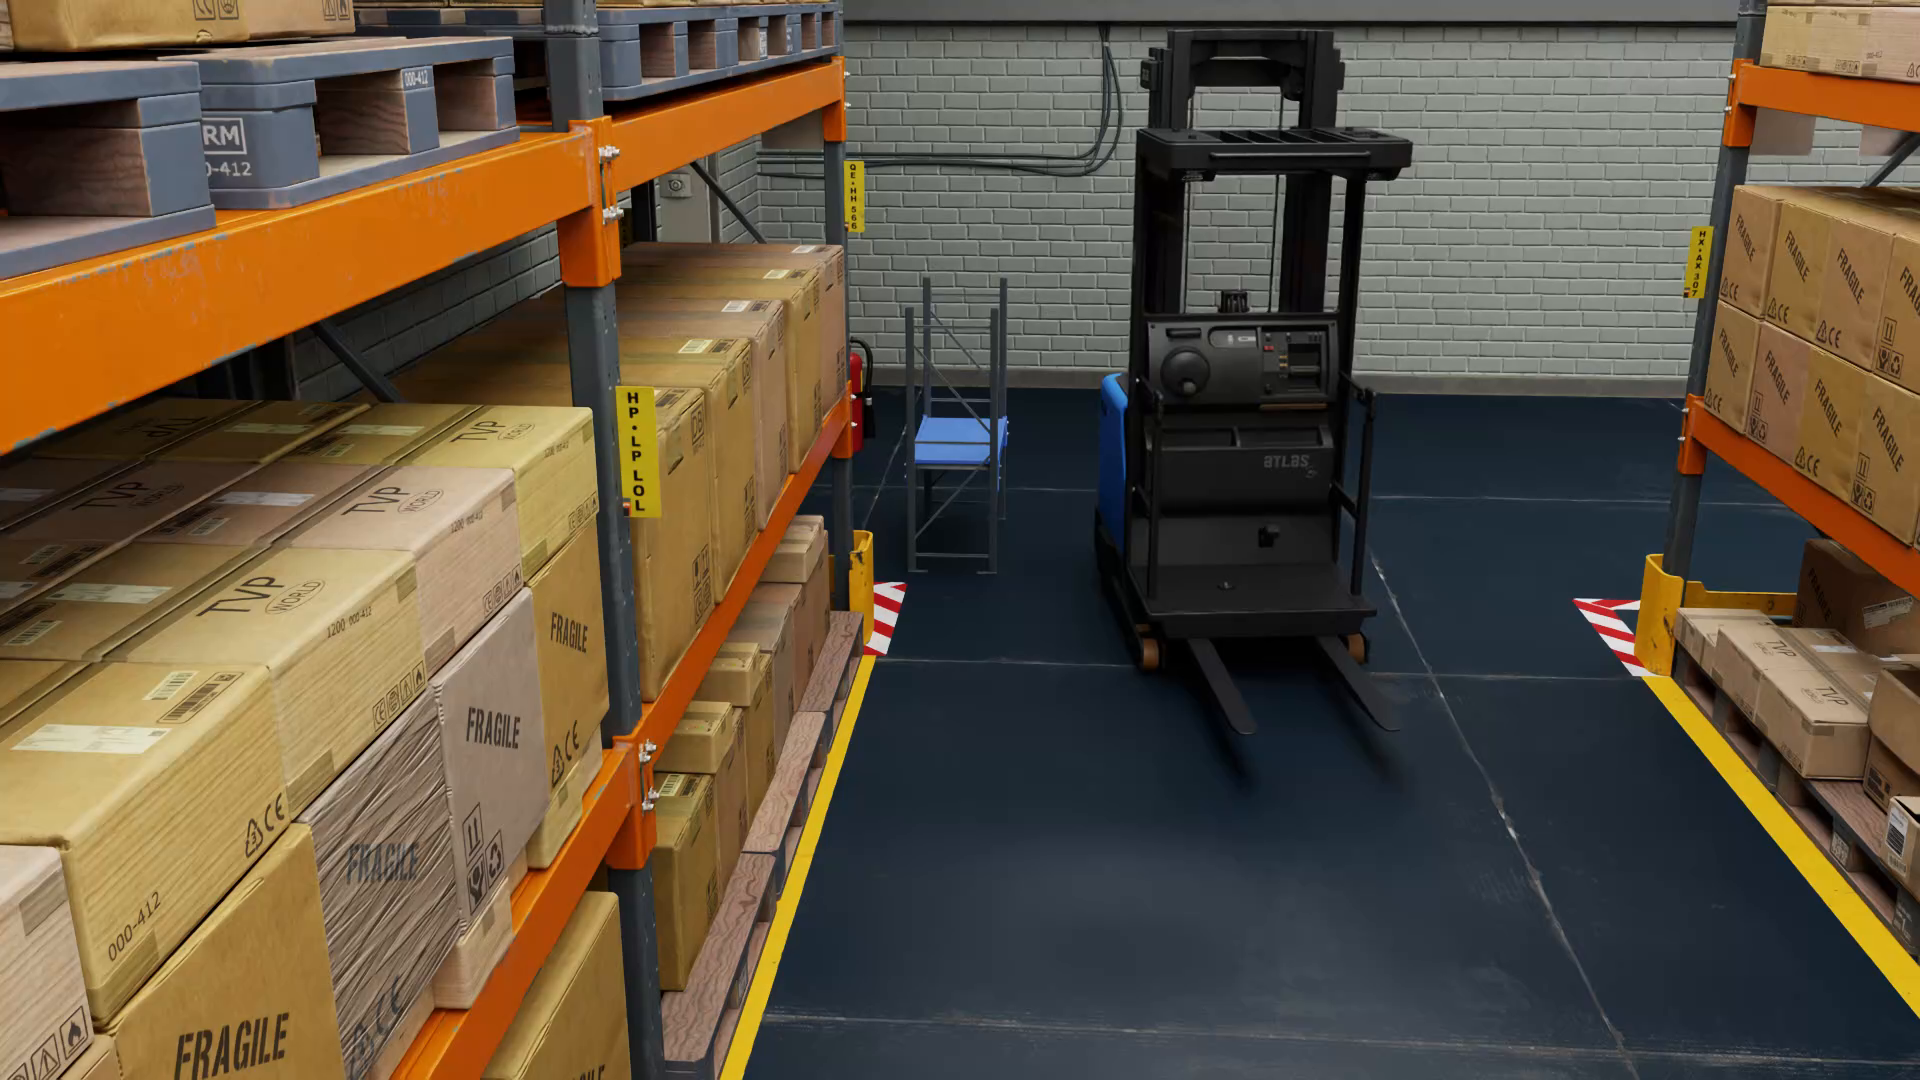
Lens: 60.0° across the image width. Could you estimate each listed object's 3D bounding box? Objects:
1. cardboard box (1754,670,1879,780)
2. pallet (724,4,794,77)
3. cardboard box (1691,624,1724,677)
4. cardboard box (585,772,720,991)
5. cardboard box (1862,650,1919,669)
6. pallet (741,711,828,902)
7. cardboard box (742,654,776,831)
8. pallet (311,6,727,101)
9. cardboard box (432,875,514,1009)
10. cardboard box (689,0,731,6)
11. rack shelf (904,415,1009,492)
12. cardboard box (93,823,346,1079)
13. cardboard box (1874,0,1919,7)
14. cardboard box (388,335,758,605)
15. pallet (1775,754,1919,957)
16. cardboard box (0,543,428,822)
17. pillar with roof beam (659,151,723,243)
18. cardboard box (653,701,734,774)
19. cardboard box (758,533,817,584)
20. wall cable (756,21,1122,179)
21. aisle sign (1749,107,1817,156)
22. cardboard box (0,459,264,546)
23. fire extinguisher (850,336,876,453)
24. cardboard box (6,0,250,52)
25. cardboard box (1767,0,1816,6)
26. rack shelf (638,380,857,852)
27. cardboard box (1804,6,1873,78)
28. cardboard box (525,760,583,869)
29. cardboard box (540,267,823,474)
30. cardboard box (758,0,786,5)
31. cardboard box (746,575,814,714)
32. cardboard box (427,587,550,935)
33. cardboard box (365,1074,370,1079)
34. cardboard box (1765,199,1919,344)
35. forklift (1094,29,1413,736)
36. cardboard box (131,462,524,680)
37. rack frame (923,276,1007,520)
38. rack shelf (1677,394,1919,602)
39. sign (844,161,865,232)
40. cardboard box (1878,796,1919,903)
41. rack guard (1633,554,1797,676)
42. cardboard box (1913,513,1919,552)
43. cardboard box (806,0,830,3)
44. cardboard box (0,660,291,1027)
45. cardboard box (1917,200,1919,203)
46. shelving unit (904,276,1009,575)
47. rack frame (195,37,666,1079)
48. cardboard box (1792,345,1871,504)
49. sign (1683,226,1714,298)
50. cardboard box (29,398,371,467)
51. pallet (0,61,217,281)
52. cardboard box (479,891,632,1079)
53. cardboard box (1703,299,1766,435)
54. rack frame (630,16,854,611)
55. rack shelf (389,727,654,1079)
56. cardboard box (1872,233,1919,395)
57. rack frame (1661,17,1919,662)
[{"bbox_3d":[3.513,0.730,6.586,0.500,0.250,0.500,1,18,4],"label":"cardboard box"},{"bbox_3d":[-1.162,-1.722,5.688,1.003,0.211,1.213,1,18,4],"label":"pallet"},{"bbox_3d":[3.516,0.497,7.433,0.380,0.166,0.250,1,18,4],"label":"cardboard box"},{"bbox_3d":[-1.166,1.051,5.239,0.700,0.500,0.500,2,18,5],"label":"cardboard box"},{"bbox_3d":[3.994,0.595,7.133,0.380,0.166,0.250,1,18,4],"label":"cardboard box"},{"bbox_3d":[-1.104,1.003,6.522,1.003,0.211,1.213,1,18,4],"label":"pallet"},{"bbox_3d":[-1.087,0.736,6.201,0.700,0.500,0.500,2,18,5],"label":"cardboard box"},{"bbox_3d":[-1.252,-1.345,4.534,1.003,0.211,1.213,1,18,4],"label":"pallet"},{"bbox_3d":[-1.082,0.755,3.172,0.380,0.149,0.250,1,18,4],"label":"cardboard box"},{"bbox_3d":[-0.958,-1.675,4.807,0.500,0.250,0.500,1,18,3],"label":"cardboard box"},{"bbox_3d":[-0.006,-0.515,9.665,0.538,0.185,1.000,1,18,4],"label":"rack shelf"},{"bbox_3d":[-1.205,0.713,2.260,0.500,0.500,0.500,2,18,5],"label":"cardboard box"},{"bbox_3d":[3.538,-1.968,5.732,0.500,0.250,0.500,1,18,4],"label":"cardboard box"},{"bbox_3d":[-1.208,-0.245,5.371,0.980,0.700,0.700,1,18,3],"label":"cardboard box"},{"bbox_3d":[3.755,1.134,6.124,1.003,0.211,1.213,1,18,4],"label":"pallet"},{"bbox_3d":[-1.183,0.206,2.604,0.500,0.250,0.500,2,18,5],"label":"cardboard box"},{"bbox_3d":[2.590,-4.562,9.395,9.100,9.000,0.400,1,18,4],"label":"pillar with roof beam"},{"bbox_3d":[-0.959,0.640,5.450,0.380,0.149,0.250,2,18,6],"label":"cardboard box"},{"bbox_3d":[-0.830,0.073,7.180,0.380,0.149,0.250,2,18,5],"label":"cardboard box"},{"bbox_3d":[-0.273,-4.074,12.890,3.097,2.526,0.112,1,18,4],"label":"wall cable"},{"bbox_3d":[3.618,-2.103,7.350,0.394,0.787,0.004,1,18,4],"label":"aisle sign"},{"bbox_3d":[-1.645,0.037,3.117,0.500,0.250,0.500,1,18,5],"label":"cardboard box"},{"bbox_3d":[-0.564,-0.772,8.186,0.296,0.674,0.183,1,18,4],"label":"fire extinguisher"},{"bbox_3d":[-1.469,-0.944,2.303,0.700,0.500,0.500,1,18,3],"label":"cardboard box"},{"bbox_3d":[3.610,-2.278,6.680,0.500,0.250,0.500,1,18,4],"label":"cardboard box"},{"bbox_3d":[-1.178,0.013,6.221,1.077,0.370,4.000,1,18,4],"label":"rack shelf"},{"bbox_3d":[3.567,-1.886,6.284,0.500,0.250,0.500,1,18,4],"label":"cardboard box"},{"bbox_3d":[-1.058,0.593,3.668,0.380,0.149,0.250,2,18,5],"label":"cardboard box"},{"bbox_3d":[-1.102,-0.707,6.783,0.980,0.700,0.700,1,18,3],"label":"cardboard box"},{"bbox_3d":[-0.891,-1.994,5.780,0.500,0.250,0.500,1,18,2],"label":"cardboard box"},{"bbox_3d":[-1.021,0.414,7.184,0.700,0.500,0.500,1,18,4],"label":"cardboard box"},{"bbox_3d":[-1.130,0.402,3.209,0.500,0.500,0.500,1,18,4],"label":"cardboard box"},{"bbox_3d":[-1.198,0.907,2.708,0.380,0.149,0.250,1,18,2],"label":"cardboard box"},{"bbox_3d":[3.582,-1.069,6.600,0.500,0.500,0.500,1,18,4],"label":"cardboard box"},{"bbox_3d":[1.386,-0.865,7.856,1.130,2.935,3.031,-1,18,-3],"label":"forklift"},{"bbox_3d":[-1.146,0.047,3.087,0.500,0.250,0.500,2,18,5],"label":"cardboard box"},{"bbox_3d":[0.030,-0.844,10.090,0.500,1.500,0.032,1,18,4],"label":"rack frame"},{"bbox_3d":[3.763,0.123,5.887,1.077,0.370,4.000,1,18,4],"label":"rack shelf"},{"bbox_3d":[-0.494,-1.596,7.737,0.100,0.325,0.005,1,18,4],"label":"sign"},{"bbox_3d":[3.431,1.054,5.499,0.500,0.311,0.500,1,18,4],"label":"cardboard box"},{"bbox_3d":[3.901,0.371,7.988,1.175,0.500,0.348,1,18,4],"label":"rack guard"},{"bbox_3d":[3.470,-0.126,5.331,0.500,0.500,0.500,2,18,5],"label":"cardboard box"},{"bbox_3d":[-0.822,-2.318,6.767,0.500,0.250,0.500,2,18,6],"label":"cardboard box"},{"bbox_3d":[-1.218,0.364,2.121,0.500,0.250,0.500,1,18,3],"label":"cardboard box"},{"bbox_3d":[4.113,-1.062,6.580,0.500,0.500,0.500,2,18,5],"label":"cardboard box"},{"bbox_3d":[-0.006,-0.686,9.609,0.538,1.500,1.048,1,18,4],"label":"shelving unit"},{"bbox_3d":[-1.321,0.293,4.213,1.000,3.000,0.127,1,18,4],"label":"rack frame"},{"bbox_3d":[3.541,-0.440,6.287,0.500,0.500,0.500,1,18,4],"label":"cardboard box"},{"bbox_3d":[3.365,-1.264,7.572,0.100,0.325,0.005,1,18,4],"label":"sign"},{"bbox_3d":[-1.614,-0.125,3.613,0.500,0.250,0.500,2,18,6],"label":"cardboard box"},{"bbox_3d":[-1.538,-0.349,1.658,1.003,0.211,1.213,2,18,6],"label":"pallet"},{"bbox_3d":[-1.238,1.319,3.857,0.750,0.750,0.750,1,18,5],"label":"cardboard box"},{"bbox_3d":[3.612,-0.756,7.252,0.500,0.500,0.500,2,18,5],"label":"cardboard box"},{"bbox_3d":[-1.035,-0.950,8.004,1.000,3.000,0.127,1,18,4],"label":"rack frame"},{"bbox_3d":[-1.465,1.256,2.429,1.077,0.370,4.000,1,18,4],"label":"rack shelf"},{"bbox_3d":[3.505,-0.755,5.645,0.500,0.500,0.500,1,18,3],"label":"cardboard box"},{"bbox_3d":[3.906,-0.840,7.670,1.000,3.000,0.127,1,18,4],"label":"rack frame"}]
